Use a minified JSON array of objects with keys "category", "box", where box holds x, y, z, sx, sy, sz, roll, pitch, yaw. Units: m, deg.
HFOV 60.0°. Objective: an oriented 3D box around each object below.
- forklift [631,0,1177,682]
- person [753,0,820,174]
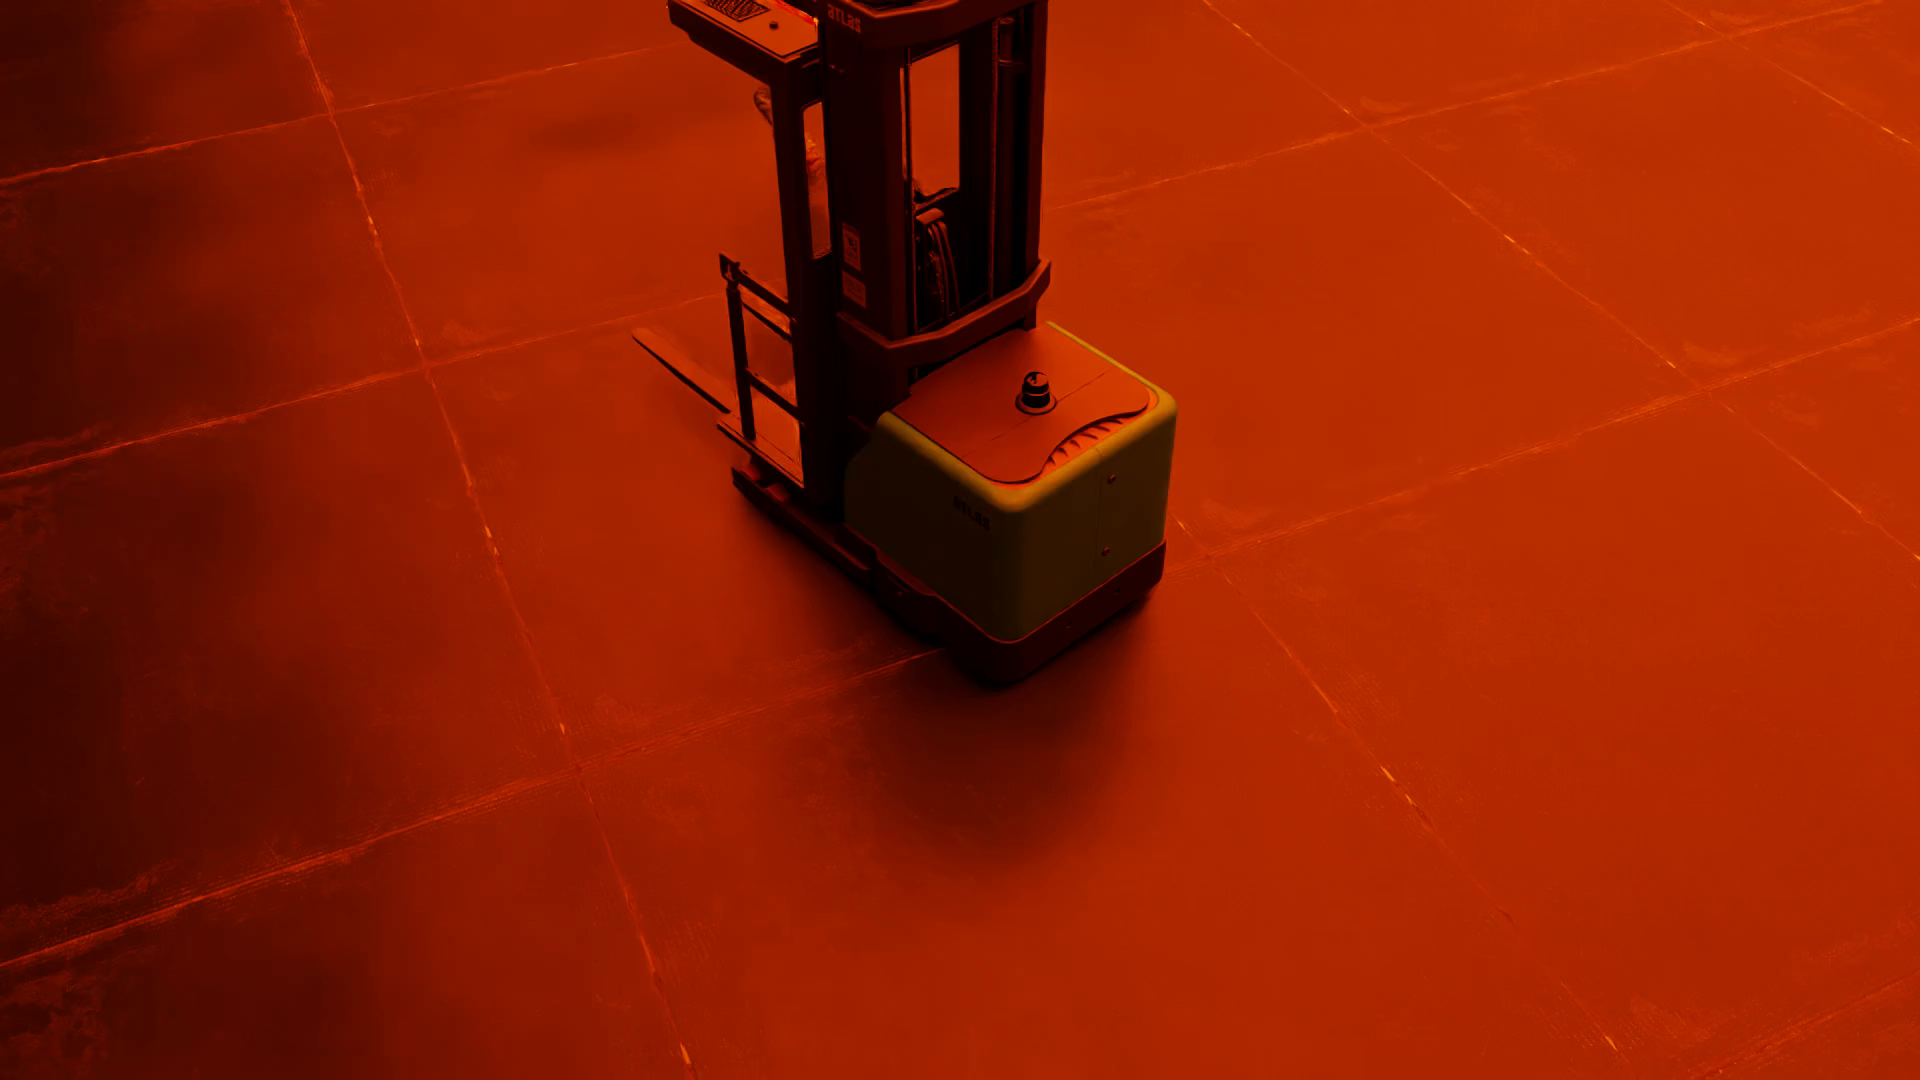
[{"category":"forklift","box":[-0.447,-1.388,7.167,1.130,2.935,3.031,-32,52,-30]},{"category":"person","box":[-0.831,-2.795,9.649,1.011,1.627,0.773,-20,47,-20]}]
